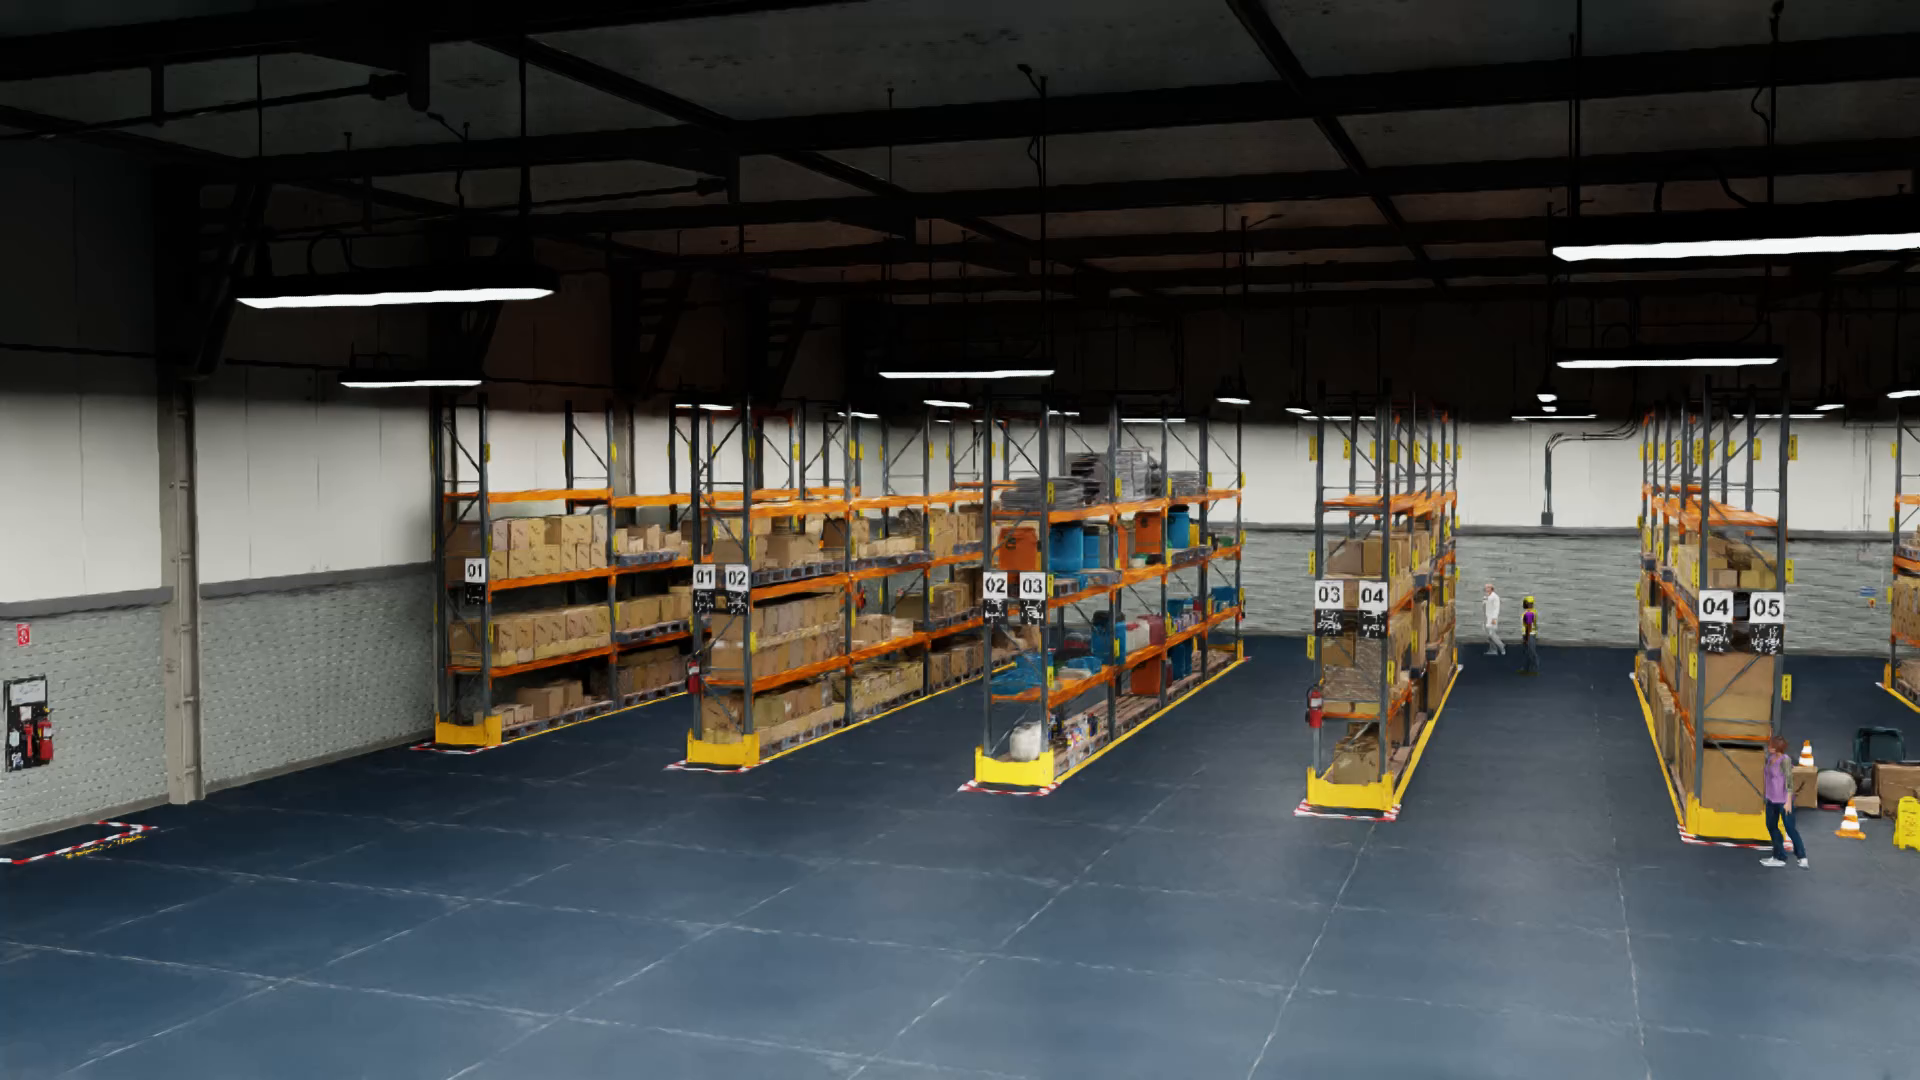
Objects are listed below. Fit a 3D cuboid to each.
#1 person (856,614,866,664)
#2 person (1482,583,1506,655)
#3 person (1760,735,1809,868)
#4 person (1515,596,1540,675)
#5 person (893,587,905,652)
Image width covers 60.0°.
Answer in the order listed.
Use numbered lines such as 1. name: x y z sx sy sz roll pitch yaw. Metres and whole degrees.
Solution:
1. person: -2.194 2.336 35.731 0.566 1.541 0.519 1 3 17
2. person: 13.063 1.936 40.734 0.533 1.771 0.748 -1 3 -16
3. person: 9.966 3.146 20.059 0.484 1.587 0.514 0 3 -5
4. person: 12.743 2.133 37.301 0.572 1.767 0.738 1 3 26
5. person: -1.428 1.973 41.675 0.458 1.612 1.019 1 3 19
